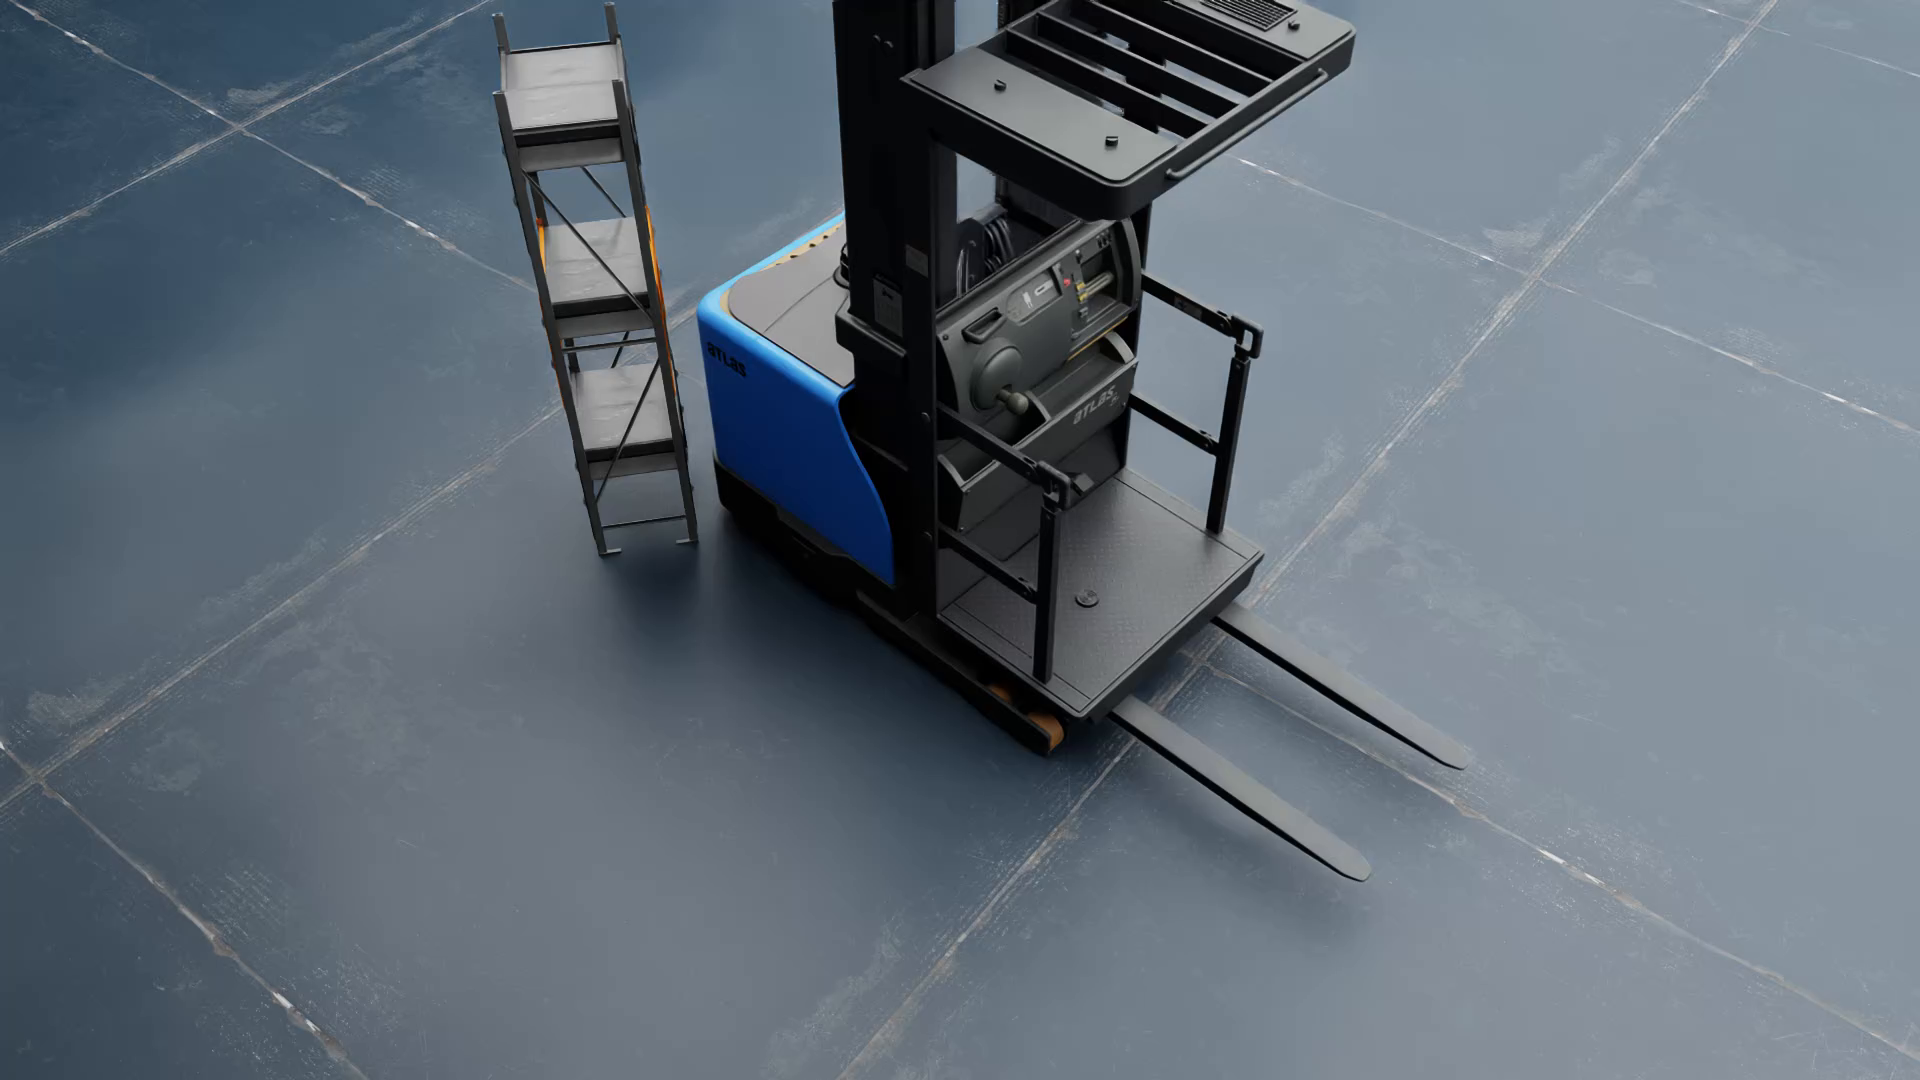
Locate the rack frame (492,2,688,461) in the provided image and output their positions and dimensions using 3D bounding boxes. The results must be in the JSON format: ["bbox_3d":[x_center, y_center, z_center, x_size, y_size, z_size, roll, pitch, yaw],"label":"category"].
[{"bbox_3d":[-1.352,-1.041,6.292,0.400,2.100,0.015,-8,47,-8],"label":"rack frame"}]

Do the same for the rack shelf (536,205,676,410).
[{"bbox_3d":[-1.305,-0.858,6.137,0.431,0.518,0.480,-8,47,-8],"label":"rack shelf"}]

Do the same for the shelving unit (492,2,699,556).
[{"bbox_3d":[-1.305,-0.868,6.127,0.431,2.100,0.503,-8,47,-8],"label":"shelving unit"}]

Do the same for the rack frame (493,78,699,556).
[{"bbox_3d":[-1.257,-0.695,5.962,0.400,2.100,0.015,-8,47,-8],"label":"rack frame"}]

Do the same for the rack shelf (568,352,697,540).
[{"bbox_3d":[-1.305,-0.375,6.643,0.431,0.518,0.480,-8,47,-8],"label":"rack shelf"}]

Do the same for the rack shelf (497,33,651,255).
[{"bbox_3d":[-1.305,-1.342,5.631,0.431,0.518,0.480,-8,47,-8],"label":"rack shelf"}]

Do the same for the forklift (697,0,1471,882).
[{"bbox_3d":[0.430,-0.675,5.368,3.031,2.935,1.130,34,55,28],"label":"forklift"}]
